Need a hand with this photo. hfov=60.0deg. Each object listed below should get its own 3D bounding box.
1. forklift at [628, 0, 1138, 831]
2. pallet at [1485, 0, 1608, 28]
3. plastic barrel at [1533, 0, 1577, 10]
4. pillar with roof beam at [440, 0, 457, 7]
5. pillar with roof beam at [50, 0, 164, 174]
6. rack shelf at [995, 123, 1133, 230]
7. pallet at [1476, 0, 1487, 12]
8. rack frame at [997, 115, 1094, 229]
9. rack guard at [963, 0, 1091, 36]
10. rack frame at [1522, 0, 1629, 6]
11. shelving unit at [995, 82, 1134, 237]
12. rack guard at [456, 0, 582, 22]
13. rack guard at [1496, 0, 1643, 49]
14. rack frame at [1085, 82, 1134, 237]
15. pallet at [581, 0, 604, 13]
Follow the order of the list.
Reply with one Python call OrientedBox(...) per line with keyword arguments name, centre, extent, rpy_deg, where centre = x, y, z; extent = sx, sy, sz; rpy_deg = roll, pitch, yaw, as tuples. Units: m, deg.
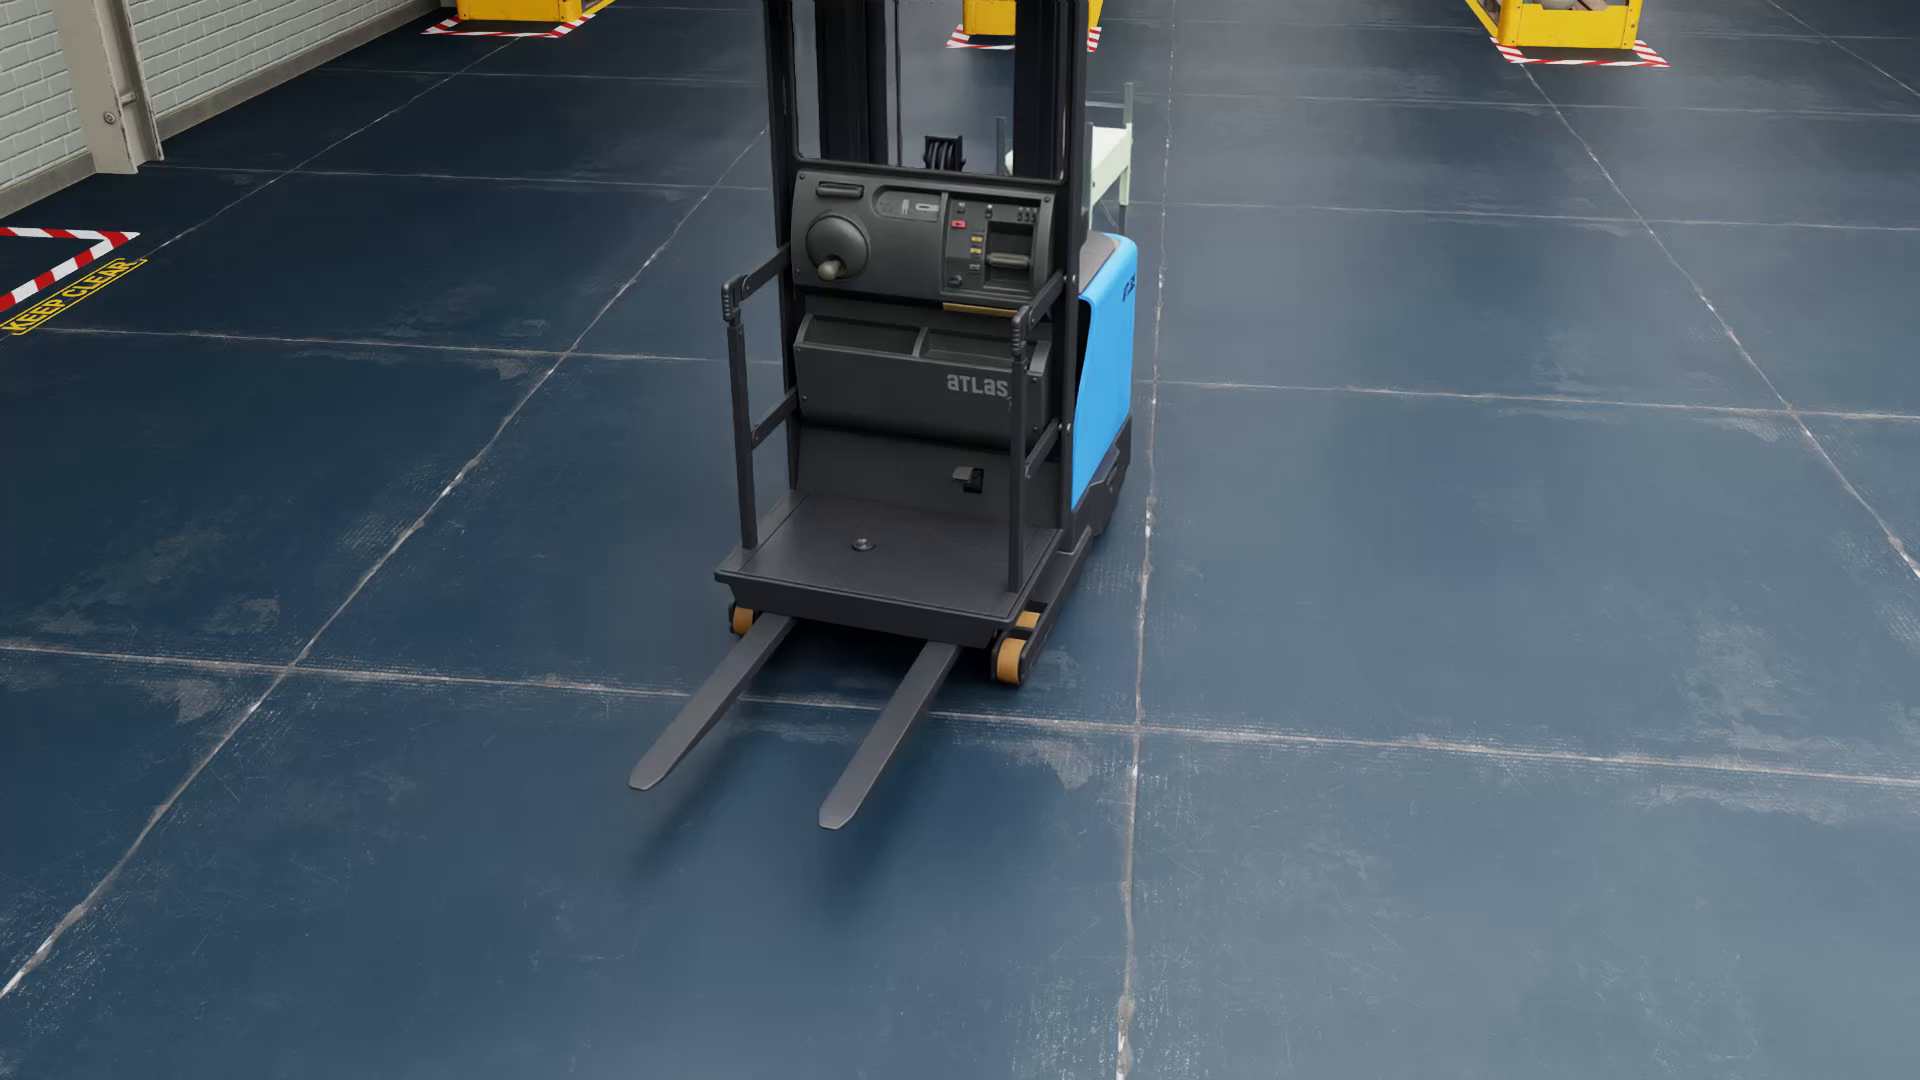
OrientedBox(name="forklift", centre=(-0.200, -0.998, 5.513), extent=(1.130, 2.935, 3.031), rpy_deg=(9, 30, 16))
OrientedBox(name="pallet", centre=(5.608, -4.996, 15.802), extent=(1.003, 0.211, 1.213), rpy_deg=(3, 28, 6))
OrientedBox(name="plastic barrel", centre=(5.546, -5.207, 15.433), extent=(0.421, 0.512, 0.421), rpy_deg=(0, 28, 0))
OrientedBox(name="pillar with roof beam", centre=(-0.792, -9.150, 14.246), extent=(9.100, 9.000, 0.400), rpy_deg=(3, 28, 6))
OrientedBox(name="pillar with roof beam", centre=(-1.527, -6.326, 9.004), extent=(9.100, 9.000, 0.400), rpy_deg=(3, 28, 6))
OrientedBox(name="rack shelf", centre=(0.459, -1.559, 7.240), extent=(0.431, 0.370, 0.720), rpy_deg=(9, 30, 16))
OrientedBox(name="pallet", centre=(5.760, -5.569, 16.865), extent=(1.003, 0.211, 1.213), rpy_deg=(3, 28, 6))
OrientedBox(name="rack frame", centre=(0.346, -1.051, 7.119), extent=(0.400, 1.500, 0.023), rpy_deg=(9, 30, 16))
OrientedBox(name="rack guard", centre=(0.622, -4.981, 15.469), extent=(1.175, 0.500, 0.348), rpy_deg=(3, 28, 6))
OrientedBox(name="rack frame", centre=(5.541, -5.803, 14.360), extent=(1.000, 3.000, 0.127), rpy_deg=(3, 28, 6))
OrientedBox(name="shelving unit", centre=(0.459, -1.216, 7.425), extent=(0.431, 1.500, 0.755), rpy_deg=(9, 30, 16))
OrientedBox(name="rack guard", centre=(-4.282, -5.314, 16.087), extent=(1.175, 0.500, 0.348), rpy_deg=(3, 28, 6))
OrientedBox(name="rack guard", centre=(5.503, -4.741, 15.024), extent=(1.175, 0.500, 0.348), rpy_deg=(3, 28, 6))
OrientedBox(name="rack frame", centre=(0.572, -1.381, 7.732), extent=(0.400, 1.500, 0.023), rpy_deg=(9, 30, 16))
OrientedBox(name="pallet", centre=(-4.148, -5.568, 16.862), extent=(1.003, 0.211, 1.213), rpy_deg=(3, 28, 6))
